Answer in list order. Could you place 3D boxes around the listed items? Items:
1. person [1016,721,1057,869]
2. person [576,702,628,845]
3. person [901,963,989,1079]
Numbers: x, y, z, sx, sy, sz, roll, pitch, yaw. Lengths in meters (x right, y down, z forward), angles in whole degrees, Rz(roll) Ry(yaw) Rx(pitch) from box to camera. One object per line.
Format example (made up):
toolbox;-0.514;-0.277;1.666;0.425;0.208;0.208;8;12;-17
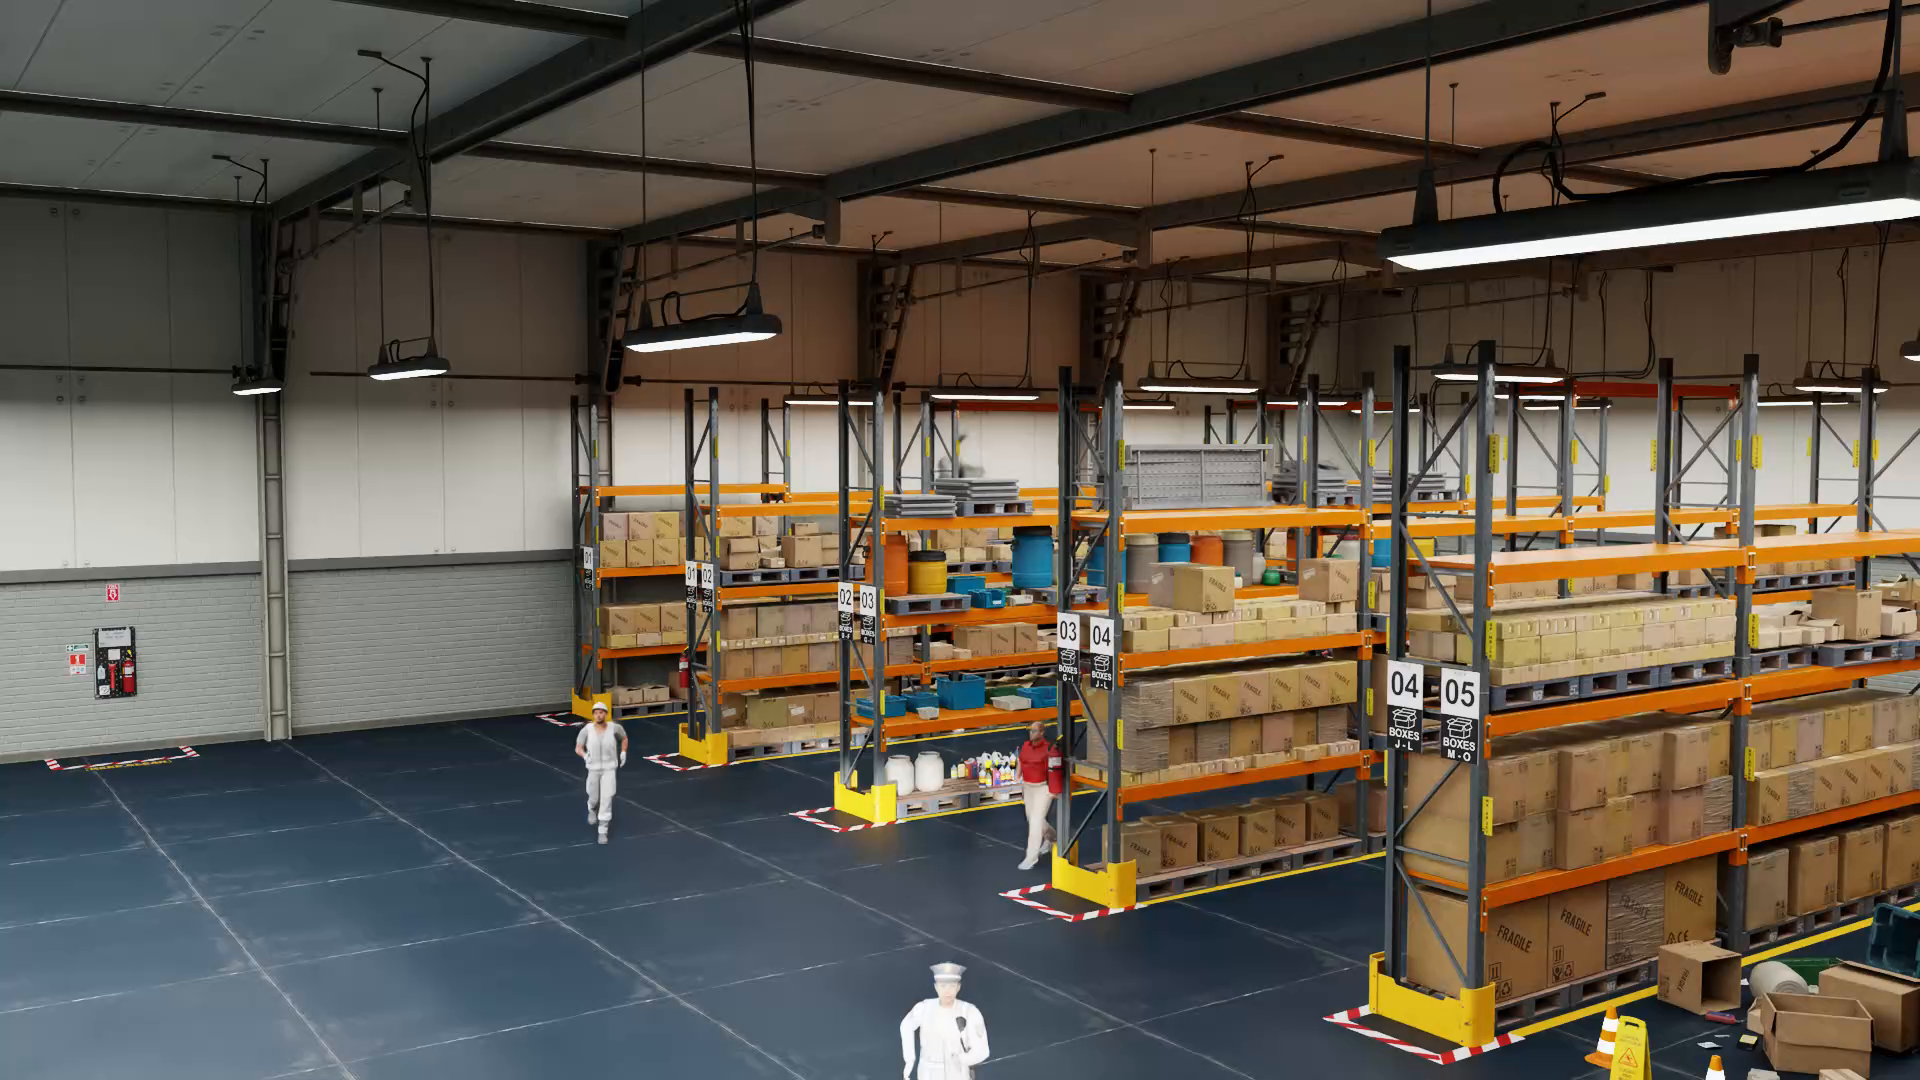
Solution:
person;0.980;3.080;20.333;0.684;1.752;0.871;3;5;43
person;-4.644;2.980;21.583;0.668;1.785;0.951;-1;3;-10
person;-0.099;3.656;11.056;0.580;1.751;0.734;0;3;-3
